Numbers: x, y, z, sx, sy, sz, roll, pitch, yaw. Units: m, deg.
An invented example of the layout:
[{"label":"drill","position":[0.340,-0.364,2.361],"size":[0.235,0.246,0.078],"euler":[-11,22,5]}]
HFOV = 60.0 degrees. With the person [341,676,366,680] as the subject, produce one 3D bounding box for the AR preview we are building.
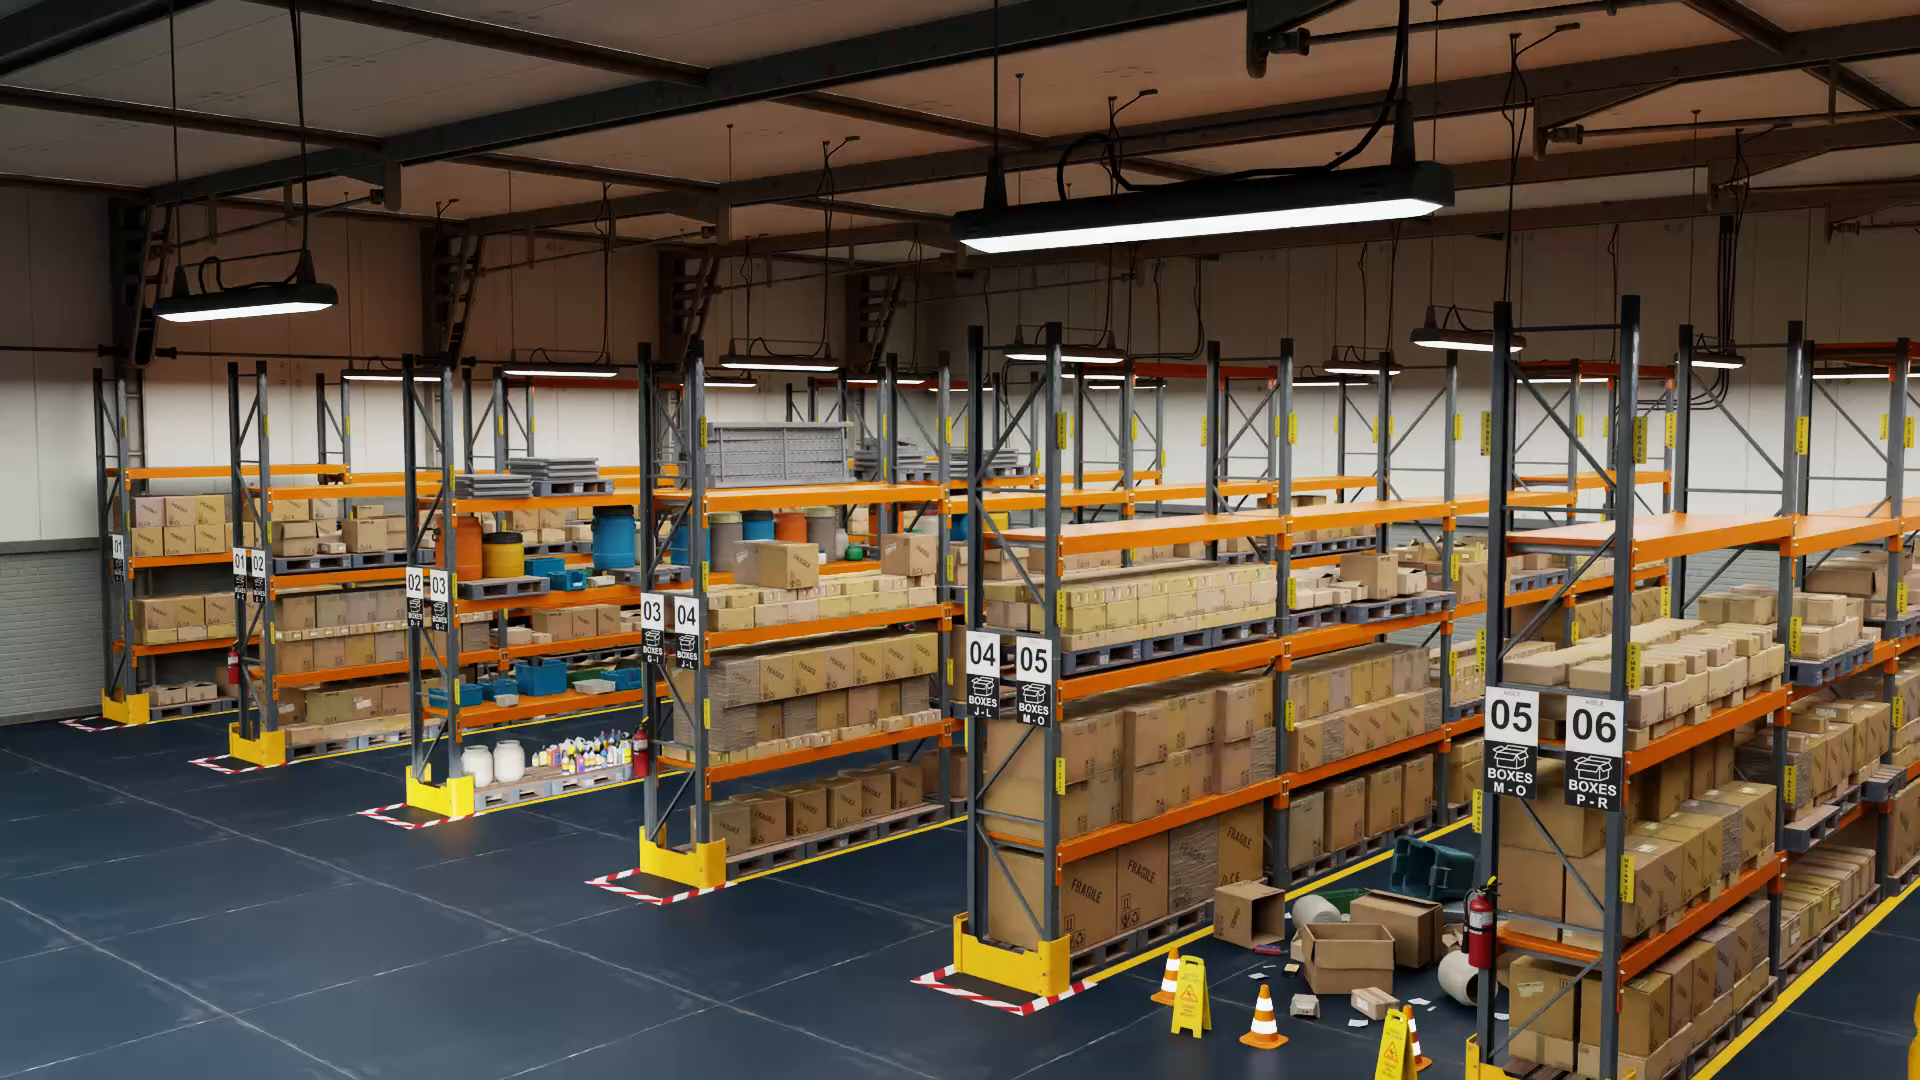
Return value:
[{"label":"person","position":[-10.208,2.288,27.967],"size":[0.578,1.657,0.358],"euler":[-3,5,-35]}]
